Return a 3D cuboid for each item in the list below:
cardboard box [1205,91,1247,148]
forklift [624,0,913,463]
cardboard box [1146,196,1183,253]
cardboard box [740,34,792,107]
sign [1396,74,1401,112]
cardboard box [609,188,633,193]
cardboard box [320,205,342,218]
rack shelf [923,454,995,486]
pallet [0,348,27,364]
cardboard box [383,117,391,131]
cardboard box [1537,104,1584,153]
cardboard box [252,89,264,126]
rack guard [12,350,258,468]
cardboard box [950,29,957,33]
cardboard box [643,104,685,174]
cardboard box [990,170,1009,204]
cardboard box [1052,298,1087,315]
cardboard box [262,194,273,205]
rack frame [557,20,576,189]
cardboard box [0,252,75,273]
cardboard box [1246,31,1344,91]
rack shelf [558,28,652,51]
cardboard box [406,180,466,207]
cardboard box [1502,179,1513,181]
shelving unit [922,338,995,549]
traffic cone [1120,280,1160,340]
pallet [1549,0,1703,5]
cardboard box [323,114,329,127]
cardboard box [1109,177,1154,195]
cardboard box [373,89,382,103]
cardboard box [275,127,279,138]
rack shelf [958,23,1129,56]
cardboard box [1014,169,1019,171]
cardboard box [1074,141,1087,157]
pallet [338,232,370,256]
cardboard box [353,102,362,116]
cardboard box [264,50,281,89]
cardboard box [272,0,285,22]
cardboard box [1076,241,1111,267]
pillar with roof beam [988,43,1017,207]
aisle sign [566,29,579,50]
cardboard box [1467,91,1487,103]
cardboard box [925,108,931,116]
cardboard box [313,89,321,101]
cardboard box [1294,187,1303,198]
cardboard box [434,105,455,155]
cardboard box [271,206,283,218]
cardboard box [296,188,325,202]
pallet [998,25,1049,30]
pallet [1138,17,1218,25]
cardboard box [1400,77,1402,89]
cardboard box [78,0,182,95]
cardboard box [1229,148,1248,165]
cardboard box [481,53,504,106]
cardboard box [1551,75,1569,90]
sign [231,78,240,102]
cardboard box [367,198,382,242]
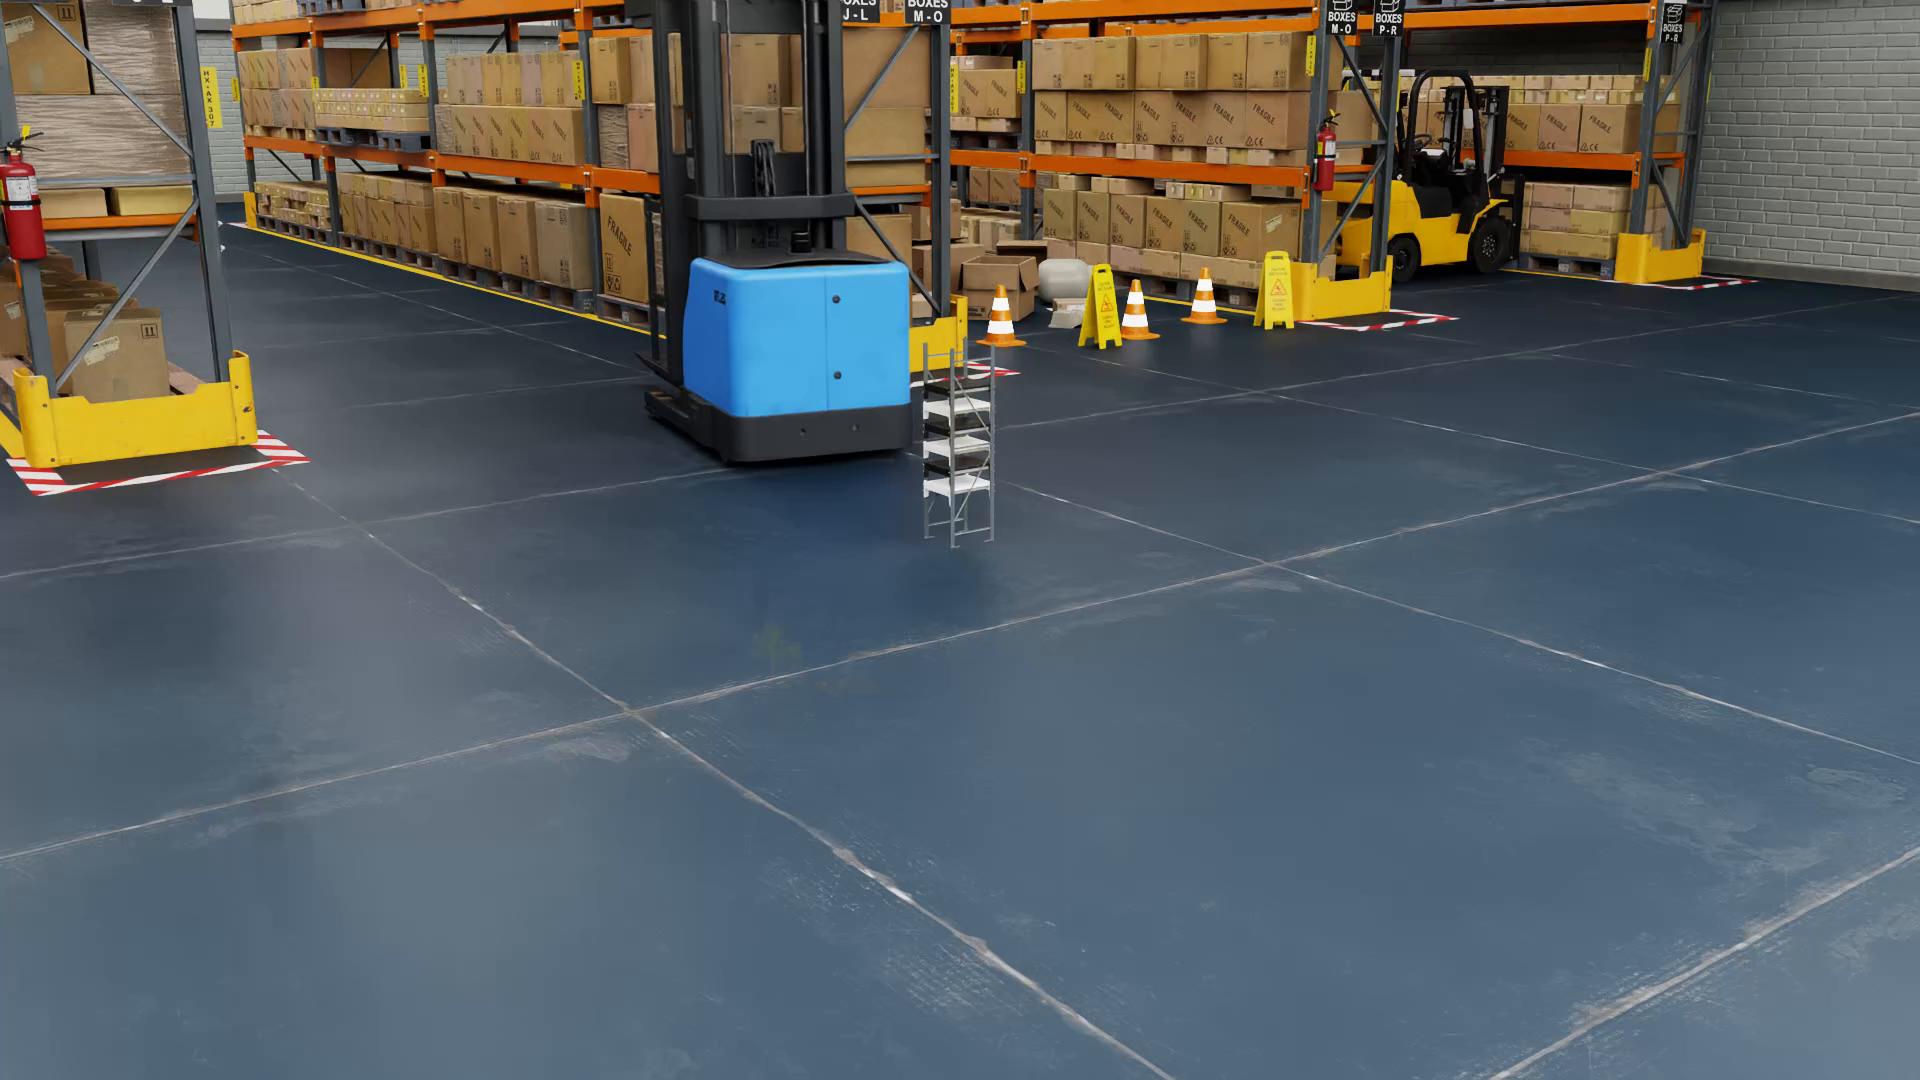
[{"bbox_3d":[2.605,-3.849,15.206,0.500,0.500,0.500,-11,19,-34],"label":"cardboard box"},{"bbox_3d":[-1.320,-2.170,9.954,1.130,2.935,3.031,-7,17,-23],"label":"forklift"},{"bbox_3d":[2.155,-3.065,16.086,0.500,0.500,0.500,-11,19,-36],"label":"cardboard box"},{"bbox_3d":[-1.092,-3.469,12.237,0.875,0.550,0.550,-11,19,-35],"label":"cardboard box"},{"bbox_3d":[3.876,-3.979,14.791,0.100,0.325,0.005,-11,19,-35],"label":"sign"},{"bbox_3d":[-4.956,-5.541,26.196,0.875,0.438,0.875,-10,18,-33],"label":"cardboard box"},{"bbox_3d":[-8.005,-4.238,21.421,0.380,0.149,0.250,-10,18,-33],"label":"cardboard box"},{"bbox_3d":[-0.005,-0.317,7.496,0.258,0.077,0.200,-11,19,-35],"label":"rack shelf"},{"bbox_3d":[-6.507,-1.310,11.962,1.003,0.211,1.213,-11,19,-35],"label":"pallet"},{"bbox_3d":[-6.169,-4.619,18.450,0.380,0.149,0.250,-10,18,-34],"label":"cardboard box"},{"bbox_3d":[6.651,-4.473,18.047,0.500,0.500,0.500,-10,18,-33],"label":"cardboard box"},{"bbox_3d":[-9.539,-6.046,23.232,0.500,0.500,0.500,-11,19,-34],"label":"cardboard box"},{"bbox_3d":[-4.623,-0.749,9.367,1.175,0.500,0.348,-11,19,-35],"label":"rack guard"},{"bbox_3d":[-0.056,-8.167,26.528,0.380,0.149,0.250,-11,19,-35],"label":"cardboard box"},{"bbox_3d":[-2.068,-3.289,13.627,0.875,0.550,0.550,-11,19,-35],"label":"cardboard box"},{"bbox_3d":[0.818,-5.557,26.137,0.500,0.500,0.500,-11,19,-35],"label":"cardboard box"},{"bbox_3d":[1.033,-2.068,14.850,0.380,0.149,0.250,-2,15,-6],"label":"cardboard box"},{"bbox_3d":[-9.699,-4.856,23.676,0.380,0.149,0.250,-11,19,-35],"label":"cardboard box"},{"bbox_3d":[-5.970,-6.894,27.081,1.000,3.000,0.127,-11,19,-35],"label":"rack frame"},{"bbox_3d":[-7.274,-1.934,12.861,0.700,0.500,0.500,-13,20,-39],"label":"cardboard box"},{"bbox_3d":[2.961,-4.226,14.688,0.700,0.500,0.500,-11,19,-36],"label":"cardboard box"},{"bbox_3d":[-4.794,-7.566,25.219,1.077,0.370,4.000,-11,19,-35],"label":"rack shelf"},{"bbox_3d":[-5.825,-3.859,18.513,0.500,0.250,0.500,-11,19,-36],"label":"cardboard box"},{"bbox_3d":[6.026,-3.980,18.956,0.500,0.250,0.500,-11,19,-36],"label":"cardboard box"},{"bbox_3d":[-0.005,-0.436,7.464,0.258,0.900,0.210,-11,19,-35],"label":"shelving unit"},{"bbox_3d":[1.443,-1.900,13.642,0.336,0.463,0.334,-11,19,-35],"label":"traffic cone"},{"bbox_3d":[7.056,-5.807,17.598,1.003,0.211,1.213,-11,19,-35],"label":"pallet"},{"bbox_3d":[-7.535,-5.117,20.270,0.380,0.149,0.250,-11,18,-34],"label":"cardboard box"},{"bbox_3d":[1.703,-3.512,16.488,0.380,0.149,0.250,-10,18,-31],"label":"cardboard box"},{"bbox_3d":[-6.330,-4.963,18.582,0.380,0.149,0.250,-10,18,-33],"label":"cardboard box"},{"bbox_3d":[-9.166,-5.596,22.815,0.380,0.149,0.250,-11,19,-36],"label":"cardboard box"},{"bbox_3d":[1.571,-7.483,24.916,1.077,0.370,4.000,-11,19,-35],"label":"rack shelf"},{"bbox_3d":[1.065,-5.787,25.748,0.380,0.149,0.250,-11,19,-35],"label":"cardboard box"},{"bbox_3d":[1.383,-3.995,16.966,0.380,0.149,0.250,-11,19,-35],"label":"cardboard box"},{"bbox_3d":[-7.104,-3.738,20.835,1.003,0.211,1.213,-11,19,-35],"label":"pallet"},{"bbox_3d":[-6.782,-4.985,19.225,0.380,0.149,0.250,-11,19,-36],"label":"cardboard box"},{"bbox_3d":[-8.973,-6.311,22.305,0.500,0.500,0.500,-12,19,-36],"label":"cardboard box"},{"bbox_3d":[-8.653,-6.904,21.719,0.500,0.250,0.500,-11,19,-35],"label":"cardboard box"},{"bbox_3d":[1.537,-2.927,17.002,0.500,0.250,0.500,-10,18,-31],"label":"cardboard box"},{"bbox_3d":[-2.768,-9.325,24.599,9.100,9.000,0.400,-11,19,-35],"label":"pillar with roof beam"},{"bbox_3d":[-6.247,-8.118,26.629,0.394,0.787,0.004,-11,19,-35],"label":"aisle sign"},{"bbox_3d":[5.966,-5.021,18.822,0.380,0.149,0.250,-11,19,-36],"label":"cardboard box"},{"bbox_3d":[-0.271,-5.117,19.041,0.500,0.500,0.500,-12,19,-37],"label":"cardboard box"},{"bbox_3d":[-7.703,-5.462,20.405,0.380,0.149,0.250,-10,18,-32],"label":"cardboard box"},{"bbox_3d":[4.783,-4.269,21.195,0.875,0.625,0.625,-10,18,-32],"label":"cardboard box"},{"bbox_3d":[-5.165,-4.306,17.436,0.500,0.500,0.500,-11,19,-34],"label":"cardboard box"},{"bbox_3d":[-9.432,-4.603,23.316,0.380,0.149,0.250,-11,19,-34],"label":"cardboard box"},{"bbox_3d":[-8.640,-4.611,22.219,0.380,0.149,0.250,-12,19,-37],"label":"cardboard box"},{"bbox_3d":[1.334,-7.796,25.051,1.213,0.211,1.003,-11,19,-35],"label":"pallet"},{"bbox_3d":[3.218,-7.181,22.807,1.213,0.211,1.003,-10,18,-32],"label":"pallet"},{"bbox_3d":[5.287,-5.454,19.838,0.380,0.149,0.250,-11,19,-34],"label":"cardboard box"},{"bbox_3d":[-4.681,-2.772,9.377,0.500,0.500,0.500,-11,19,-35],"label":"cardboard box"},{"bbox_3d":[2.672,-3.497,15.148,0.380,0.149,0.250,-11,19,-35],"label":"cardboard box"},{"bbox_3d":[-4.353,-4.611,16.659,0.700,0.500,0.500,-11,19,-35],"label":"cardboard box"},{"bbox_3d":[6.637,-4.961,18.037,0.380,0.149,0.250,-11,19,-34],"label":"cardboard box"},{"bbox_3d":[-10.353,-6.437,23.772,0.100,0.325,0.005,-11,19,-35],"label":"sign"},{"bbox_3d":[-6.711,-3.825,19.809,0.500,0.500,0.500,-10,18,-34],"label":"cardboard box"}]
